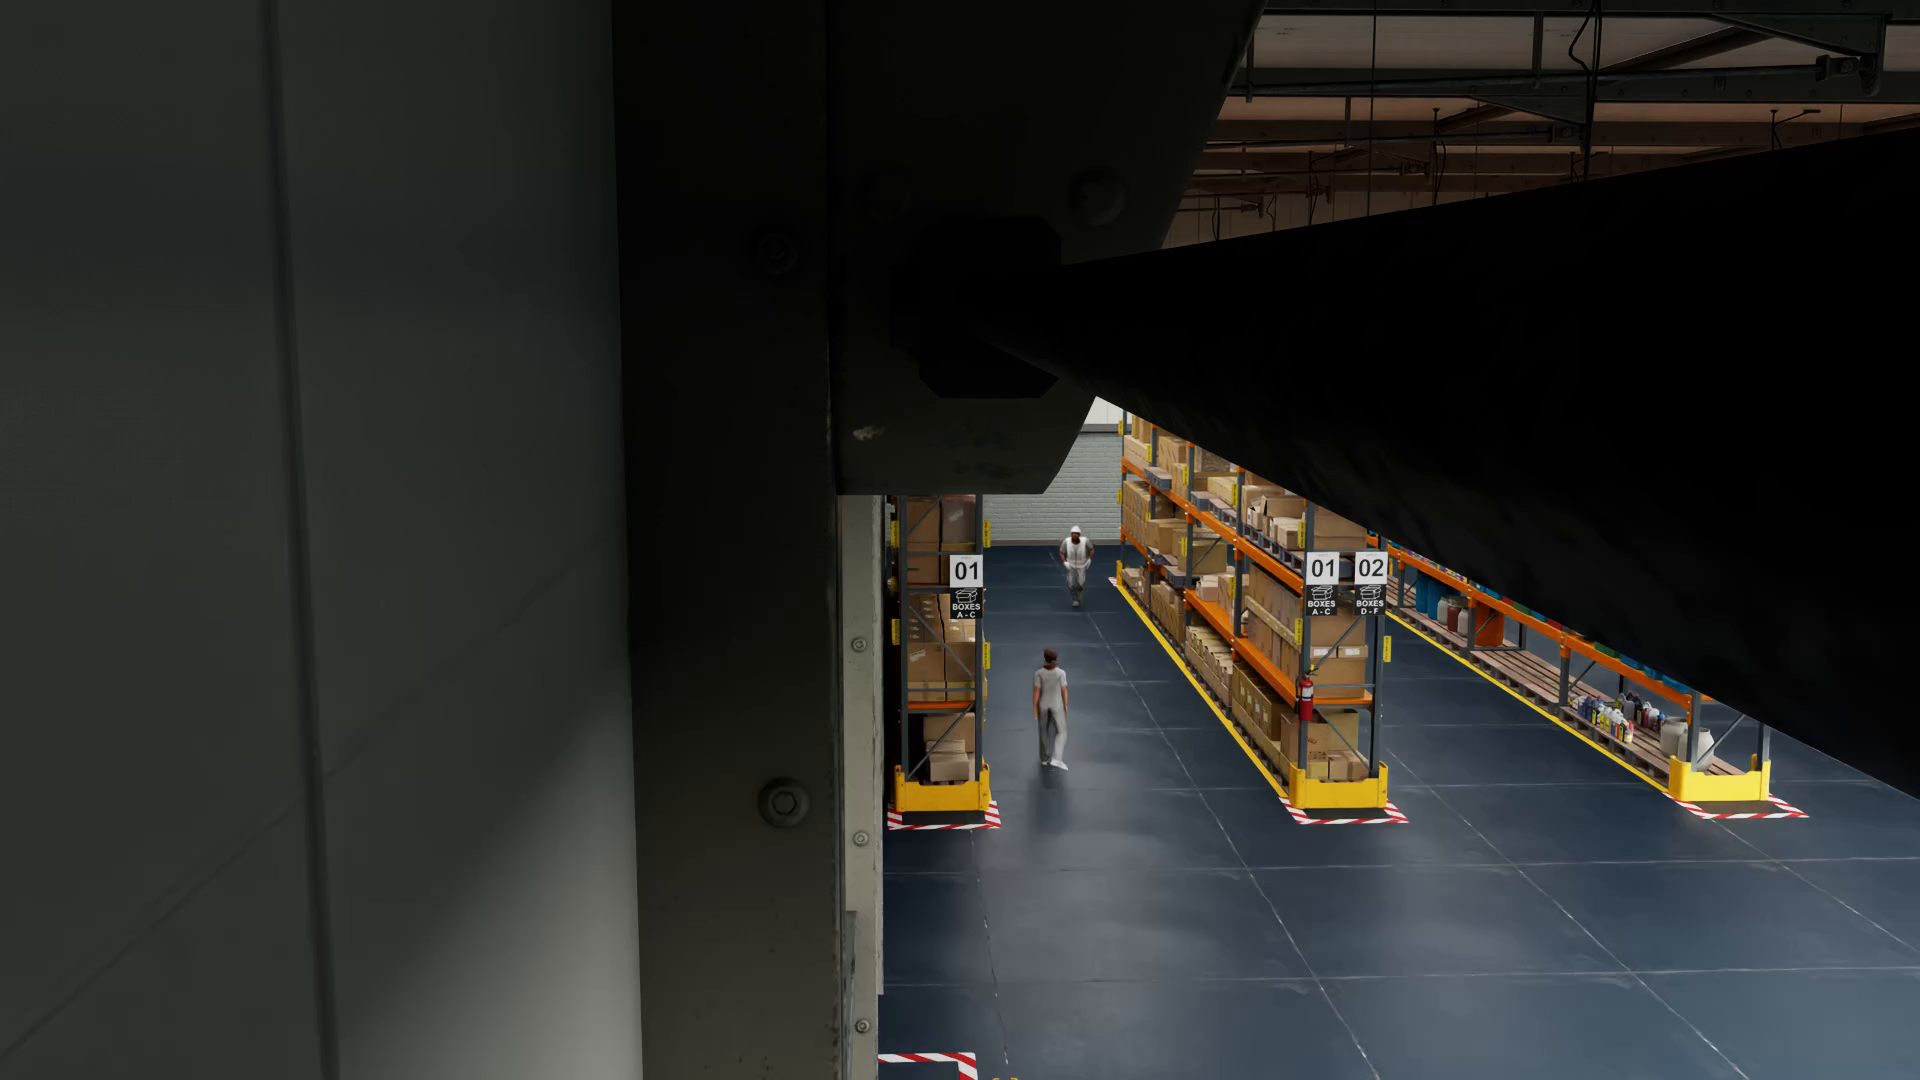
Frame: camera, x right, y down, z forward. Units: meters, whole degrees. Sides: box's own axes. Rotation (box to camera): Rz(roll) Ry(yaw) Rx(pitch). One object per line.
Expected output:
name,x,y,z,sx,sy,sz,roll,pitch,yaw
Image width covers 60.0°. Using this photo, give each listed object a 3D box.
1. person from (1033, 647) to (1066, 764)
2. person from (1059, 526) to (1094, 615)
person,1.207,2.212,22.161,0.478,1.601,0.444,-4,9,-23
person,2.329,0.557,33.389,0.712,1.766,0.967,0,8,-1
